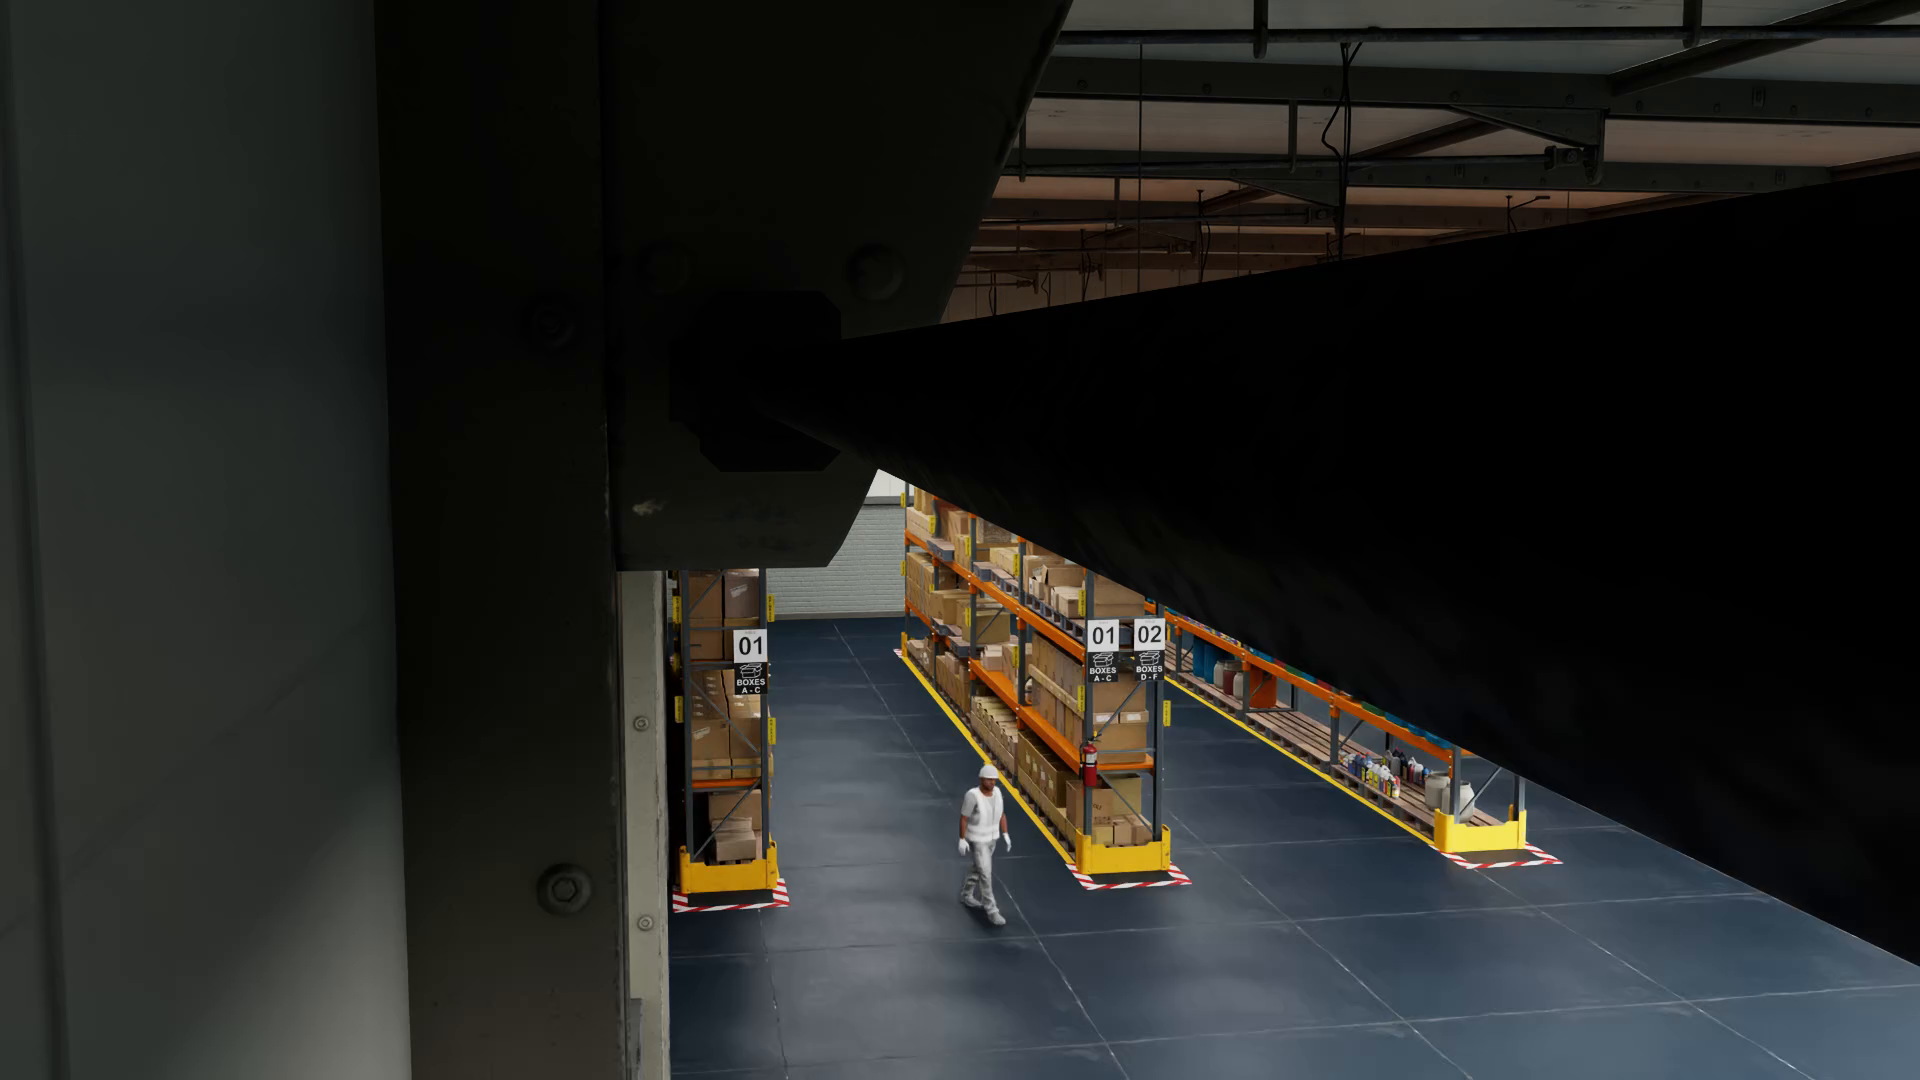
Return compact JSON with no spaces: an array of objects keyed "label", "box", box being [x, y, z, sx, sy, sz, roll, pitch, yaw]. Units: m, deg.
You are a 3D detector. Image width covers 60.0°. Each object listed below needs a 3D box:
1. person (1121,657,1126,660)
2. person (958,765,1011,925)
[{"label":"person","box":[3.149,2.012,33.553,0.623,1.648,1.069,-1,6,-7]},{"label":"person","box":[0.315,3.451,19.188,0.943,1.736,0.573,5,8,42]}]
